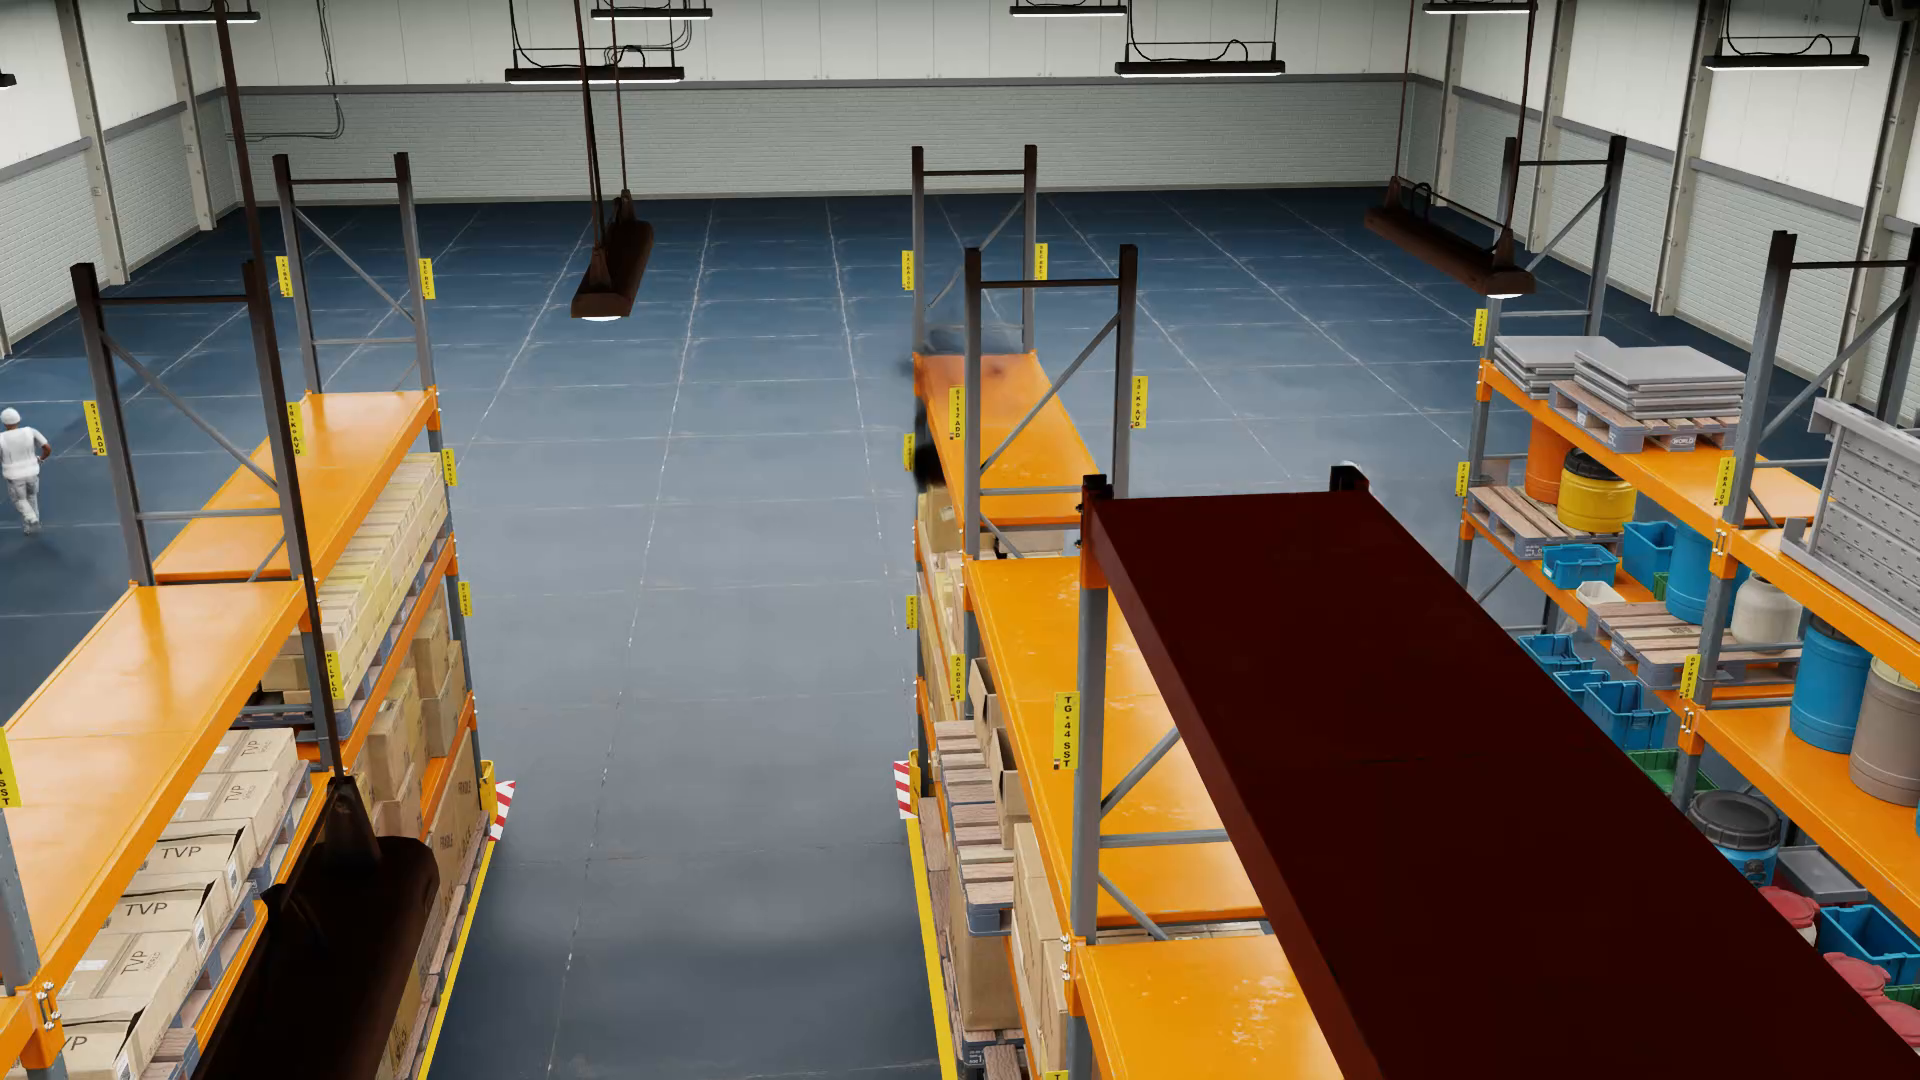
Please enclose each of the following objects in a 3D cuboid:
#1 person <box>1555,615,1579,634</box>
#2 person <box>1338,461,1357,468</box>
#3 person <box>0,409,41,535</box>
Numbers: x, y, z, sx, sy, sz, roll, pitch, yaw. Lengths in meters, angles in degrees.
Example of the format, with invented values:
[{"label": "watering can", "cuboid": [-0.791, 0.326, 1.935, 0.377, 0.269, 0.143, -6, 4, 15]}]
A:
[{"label": "person", "cuboid": [7.223, 0.508, 18.454, 1.063, 1.453, 0.411, 6, 22, 15]}, {"label": "person", "cuboid": [4.454, -0.490, 19.206, 0.371, 0.873, 0.436, 8, 23, 19]}, {"label": "person", "cuboid": [-12.080, -0.841, 21.409, 0.449, 1.771, 0.795, -19, 29, -40]}]
